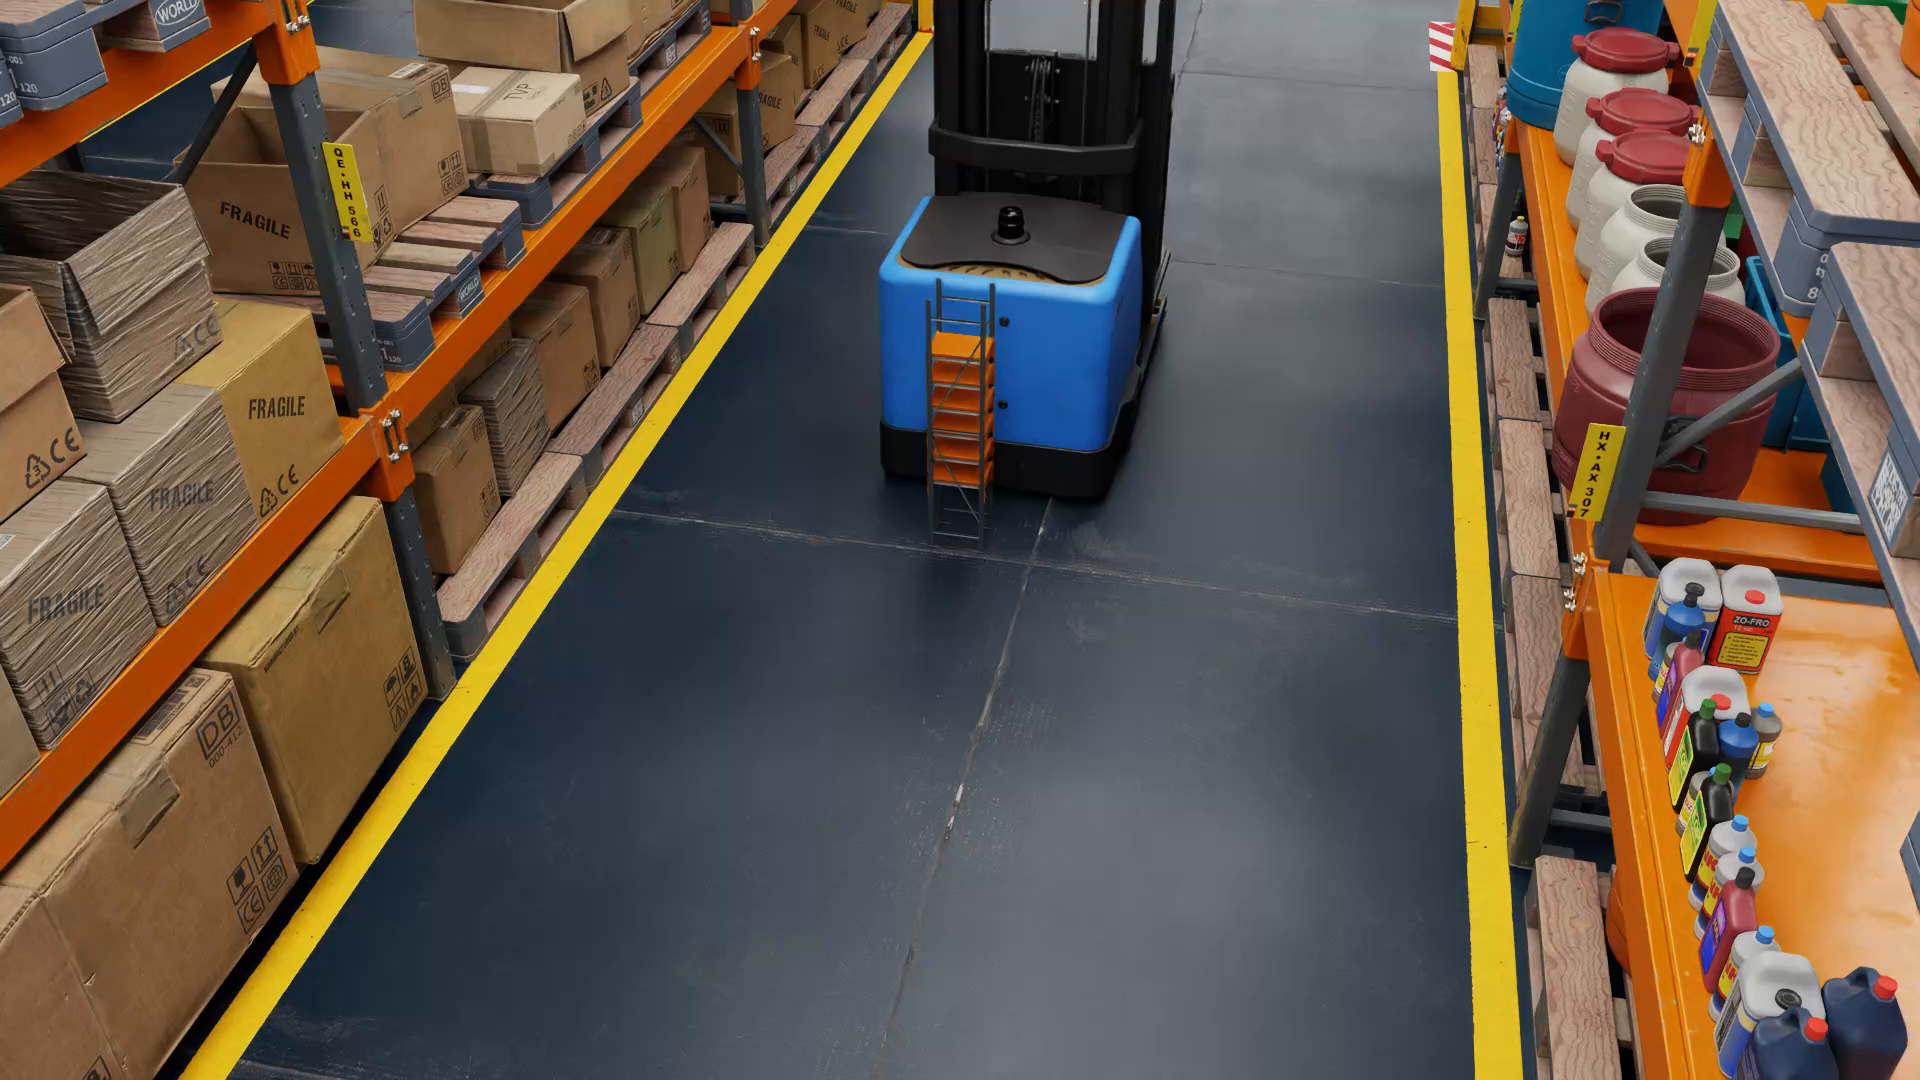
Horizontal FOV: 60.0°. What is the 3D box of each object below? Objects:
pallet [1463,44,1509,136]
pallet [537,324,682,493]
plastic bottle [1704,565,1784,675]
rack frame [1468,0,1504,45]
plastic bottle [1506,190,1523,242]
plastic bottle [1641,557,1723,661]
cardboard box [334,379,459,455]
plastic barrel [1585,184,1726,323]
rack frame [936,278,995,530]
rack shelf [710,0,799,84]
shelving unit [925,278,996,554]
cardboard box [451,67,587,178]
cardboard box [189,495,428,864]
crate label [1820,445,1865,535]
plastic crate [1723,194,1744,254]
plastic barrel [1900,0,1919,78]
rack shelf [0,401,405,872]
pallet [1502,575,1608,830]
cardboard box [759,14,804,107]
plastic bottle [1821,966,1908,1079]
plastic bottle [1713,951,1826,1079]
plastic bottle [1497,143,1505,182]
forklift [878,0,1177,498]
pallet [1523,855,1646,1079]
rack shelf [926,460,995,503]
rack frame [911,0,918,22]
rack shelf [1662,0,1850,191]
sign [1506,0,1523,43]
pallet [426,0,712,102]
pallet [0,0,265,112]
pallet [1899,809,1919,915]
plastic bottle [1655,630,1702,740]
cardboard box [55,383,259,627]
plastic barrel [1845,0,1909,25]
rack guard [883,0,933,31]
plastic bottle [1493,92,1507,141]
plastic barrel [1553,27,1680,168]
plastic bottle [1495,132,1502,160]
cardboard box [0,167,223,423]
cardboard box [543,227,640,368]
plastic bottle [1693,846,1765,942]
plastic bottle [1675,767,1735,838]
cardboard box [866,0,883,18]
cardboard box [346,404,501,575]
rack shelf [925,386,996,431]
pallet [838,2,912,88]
[{"bbox_3d":[3.941,-3.006,11.217,1.003,0.211,1.213,7,37,10],"label":"pallet"},{"bbox_3d":[-2.026,-0.700,8.036,1.003,0.211,1.213,7,37,10],"label":"pallet"},{"bbox_3d":[2.122,0.214,4.505,0.152,0.276,0.135,7,37,10],"label":"plastic bottle"},{"bbox_3d":[4.090,-4.649,11.109,1.000,3.000,0.127,7,37,10],"label":"rack frame"},{"bbox_3d":[3.016,-1.752,9.051,0.061,0.283,0.133,9,37,12],"label":"plastic bottle"},{"bbox_3d":[1.973,0.195,4.531,0.152,0.276,0.135,7,37,10],"label":"plastic bottle"},{"bbox_3d":[-2.344,-0.541,6.557,0.500,0.250,0.500,9,37,12],"label":"cardboard box"},{"bbox_3d":[2.482,-0.966,5.932,0.421,0.512,0.421,0,36,0],"label":"plastic barrel"},{"bbox_3d":[0.023,-0.547,6.982,0.240,1.200,0.006,7,37,10],"label":"rack frame"},{"bbox_3d":[-1.176,-3.832,10.595,1.077,0.370,4.000,7,37,10],"label":"rack shelf"},{"bbox_3d":[0.003,-0.494,6.909,0.258,1.200,0.189,7,37,10],"label":"shelving unit"},{"bbox_3d":[-1.875,-1.725,6.844,0.500,0.250,0.500,6,36,9],"label":"cardboard box"},{"bbox_3d":[-2.625,0.399,5.596,1.225,0.875,0.875,6,36,8],"label":"cardboard box"},{"bbox_3d":[2.837,-0.190,5.098,0.303,0.233,0.416,7,37,10],"label":"crate label"},{"bbox_3d":[3.139,-1.237,6.581,0.450,0.188,0.662,7,37,10],"label":"plastic crate"},{"bbox_3d":[2.257,-1.296,3.203,0.600,0.830,0.708,7,37,10],"label":"plastic barrel"},{"bbox_3d":[-2.885,0.754,4.267,1.077,0.370,4.000,7,37,10],"label":"rack shelf"},{"bbox_3d":[2.585,0.627,6.205,1.003,0.211,1.213,7,37,10],"label":"pallet"},{"bbox_3d":[-1.308,-3.054,10.680,0.500,0.500,0.500,4,36,6],"label":"cardboard box"},{"bbox_3d":[1.816,0.993,3.366,0.144,0.351,0.185,7,37,10],"label":"plastic bottle"},{"bbox_3d":[1.677,0.990,3.434,0.152,0.276,0.135,7,37,10],"label":"plastic bottle"},{"bbox_3d":[3.240,-2.225,9.710,0.152,0.276,0.135,8,37,11],"label":"plastic bottle"},{"bbox_3d":[0.476,-2.237,7.839,1.130,2.935,3.031,8,37,11],"label":"forklift"},{"bbox_3d":[2.254,1.523,4.968,1.003,0.211,1.213,7,37,10],"label":"pallet"},{"bbox_3d":[0.003,-0.264,7.076,0.258,0.103,0.180,7,37,10],"label":"rack shelf"},{"bbox_3d":[-0.749,-5.270,11.966,1.000,3.000,0.127,7,37,10],"label":"rack frame"},{"bbox_3d":[2.808,-2.133,5.694,1.077,0.370,4.000,7,37,10],"label":"rack shelf"},{"bbox_3d":[2.700,-2.544,7.968,0.100,0.325,0.005,7,37,10],"label":"sign"},{"bbox_3d":[-1.908,-2.479,8.278,1.003,0.211,1.213,7,37,10],"label":"pallet"},{"bbox_3d":[-2.543,-1.446,4.294,1.213,0.211,1.003,9,37,12],"label":"pallet"},{"bbox_3d":[1.599,0.630,1.429,1.213,0.211,1.003,7,37,10],"label":"pallet"},{"bbox_3d":[1.858,0.375,4.277,0.061,0.283,0.133,7,37,10],"label":"plastic bottle"},{"bbox_3d":[-2.433,-0.125,4.782,0.500,0.500,0.500,7,37,10],"label":"cardboard box"},{"bbox_3d":[2.384,-1.363,4.150,0.294,0.245,0.294,0,36,0],"label":"plastic barrel"},{"bbox_3d":[-0.765,-4.215,12.639,1.175,0.500,0.348,7,37,10],"label":"rack guard"},{"bbox_3d":[3.332,-2.600,10.221,0.061,0.283,0.133,8,37,11],"label":"plastic bottle"},{"bbox_3d":[2.817,-1.890,7.186,0.433,0.535,0.433,0,36,0],"label":"plastic barrel"},{"bbox_3d":[3.283,-2.384,9.992,0.097,0.201,0.097,0,36,0],"label":"plastic bottle"},{"bbox_3d":[-2.629,-0.713,4.738,0.797,0.503,0.637,9,37,12],"label":"cardboard box"},{"bbox_3d":[-1.995,-1.202,8.107,0.700,0.500,0.500,4,36,6],"label":"cardboard box"},{"bbox_3d":[1.724,0.790,3.714,0.097,0.271,0.097,0,36,0],"label":"plastic bottle"},{"bbox_3d":[1.794,0.630,3.994,0.097,0.201,0.097,0,36,0],"label":"plastic bottle"},{"bbox_3d":[-0.898,-4.072,12.085,0.500,0.500,0.500,14,38,19],"label":"cardboard box"},{"bbox_3d":[-2.334,-0.236,6.775,0.700,0.500,0.500,5,36,8],"label":"cardboard box"},{"bbox_3d":[0.003,-0.555,6.865,0.258,0.103,0.180,7,37,10],"label":"rack shelf"},{"bbox_3d":[-0.973,-3.636,12.087,1.003,0.211,1.213,7,37,10],"label":"pallet"}]
